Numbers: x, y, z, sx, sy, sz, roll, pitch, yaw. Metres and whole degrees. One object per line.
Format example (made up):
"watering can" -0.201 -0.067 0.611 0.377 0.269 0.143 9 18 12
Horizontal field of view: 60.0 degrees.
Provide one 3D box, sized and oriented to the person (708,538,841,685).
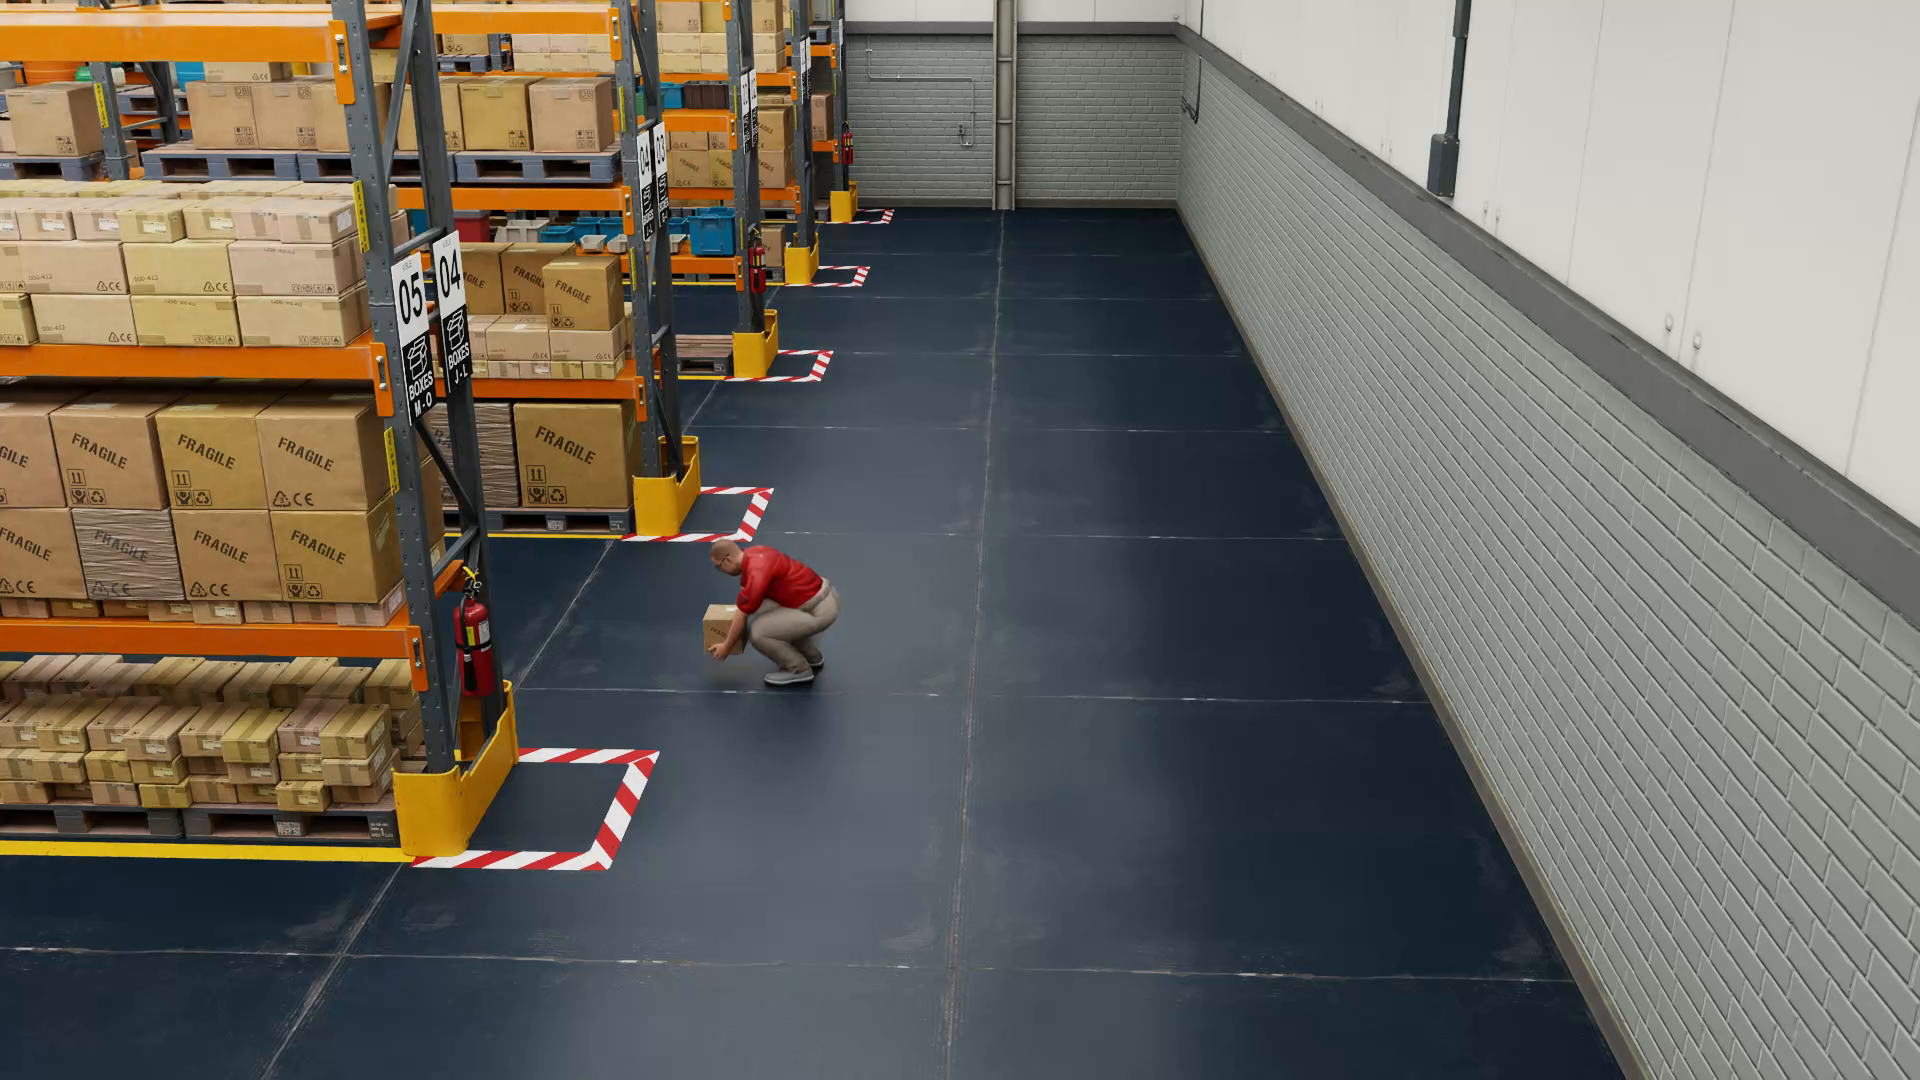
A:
"person" -1.226 0.443 10.988 0.866 0.996 0.537 0 21 0
